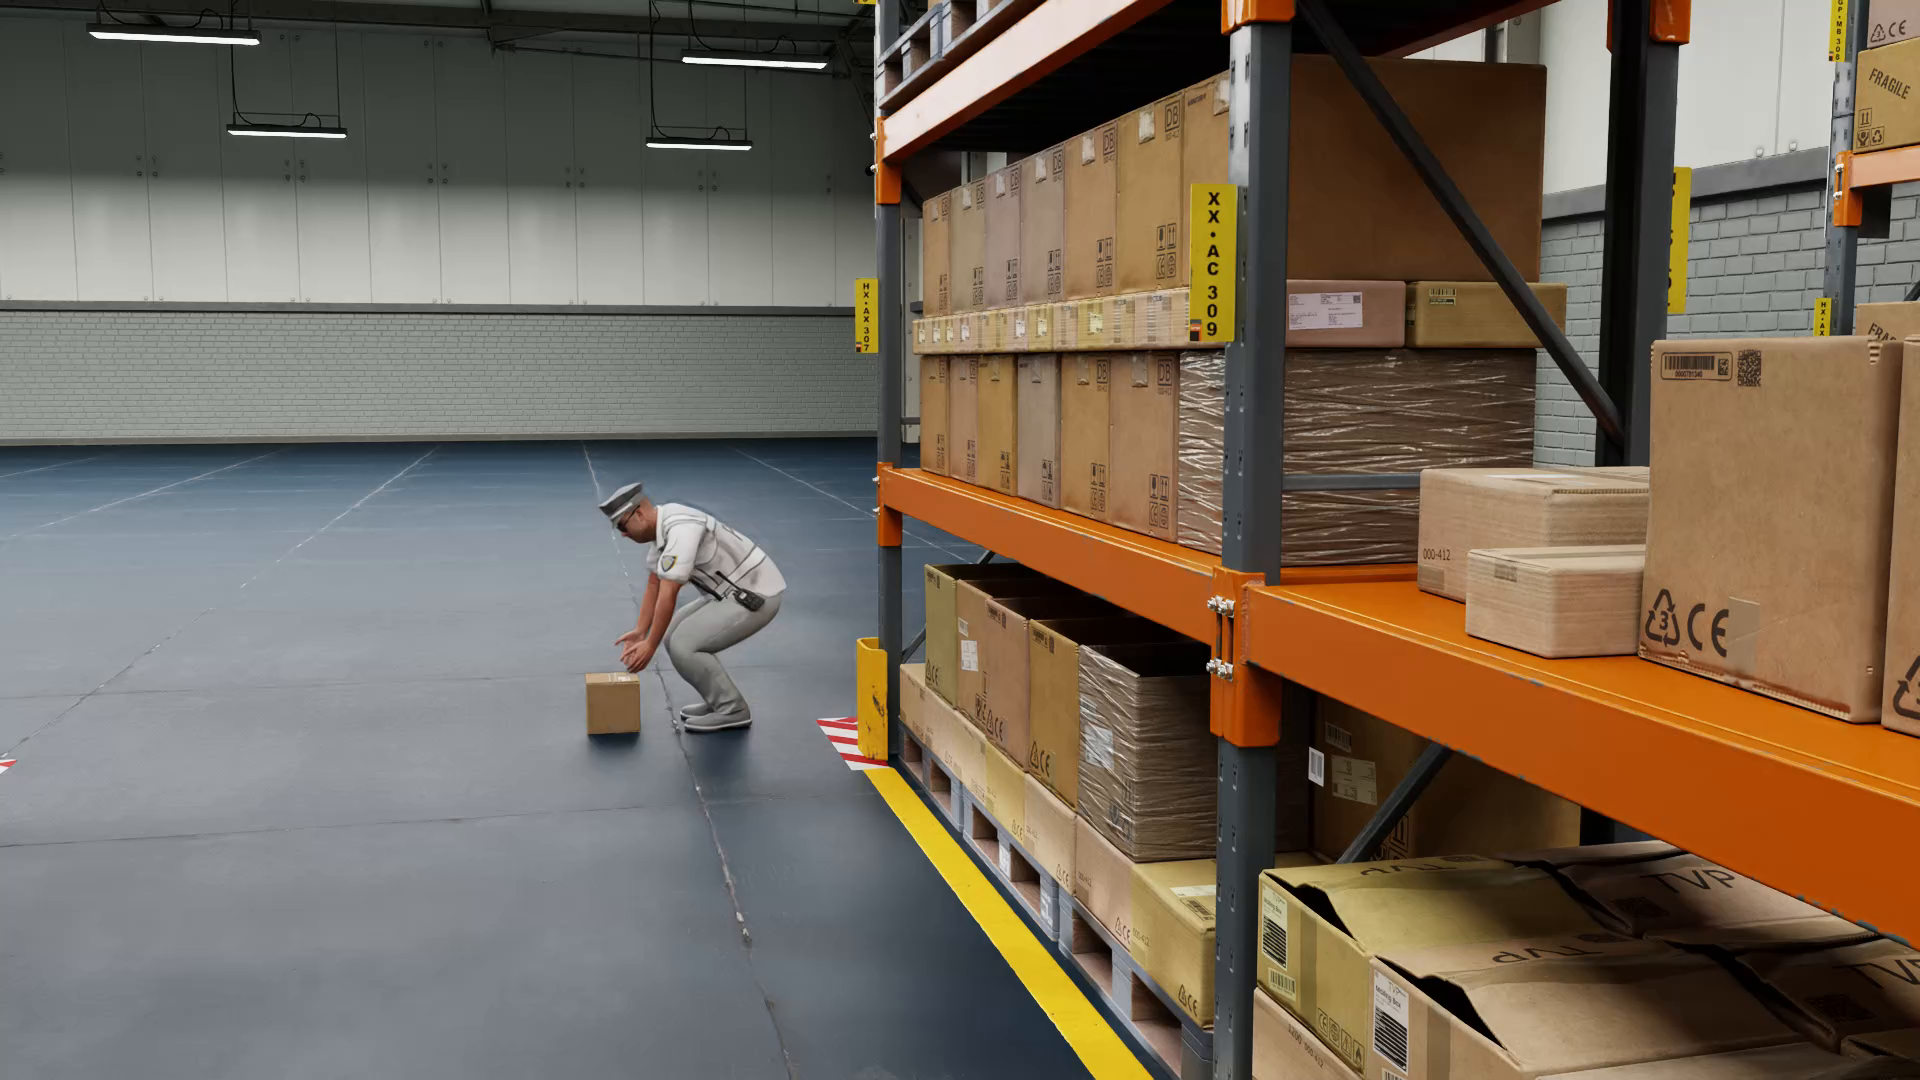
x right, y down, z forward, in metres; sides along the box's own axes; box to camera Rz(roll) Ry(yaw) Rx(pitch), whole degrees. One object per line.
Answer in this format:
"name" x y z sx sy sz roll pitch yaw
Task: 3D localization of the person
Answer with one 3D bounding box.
"person" -1.364 0.489 8.118 0.962 0.899 0.549 -1 6 -14
